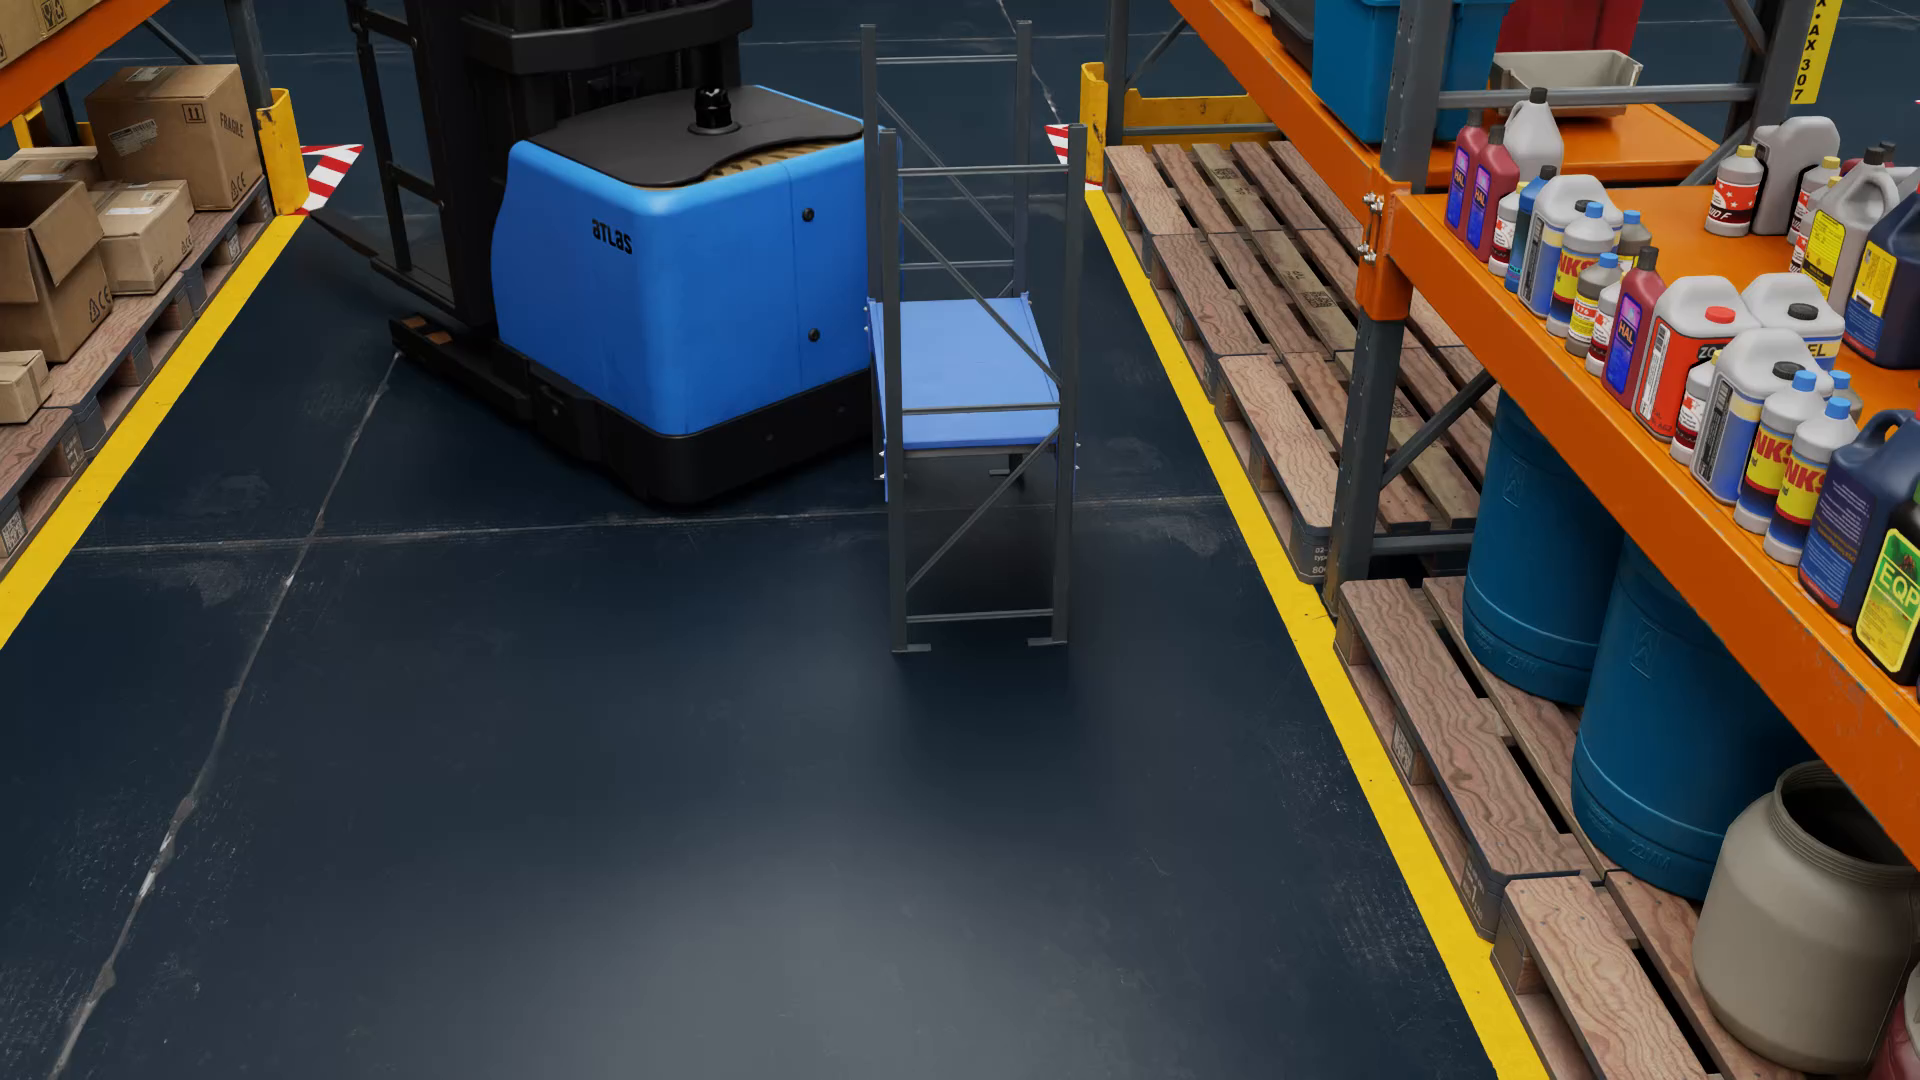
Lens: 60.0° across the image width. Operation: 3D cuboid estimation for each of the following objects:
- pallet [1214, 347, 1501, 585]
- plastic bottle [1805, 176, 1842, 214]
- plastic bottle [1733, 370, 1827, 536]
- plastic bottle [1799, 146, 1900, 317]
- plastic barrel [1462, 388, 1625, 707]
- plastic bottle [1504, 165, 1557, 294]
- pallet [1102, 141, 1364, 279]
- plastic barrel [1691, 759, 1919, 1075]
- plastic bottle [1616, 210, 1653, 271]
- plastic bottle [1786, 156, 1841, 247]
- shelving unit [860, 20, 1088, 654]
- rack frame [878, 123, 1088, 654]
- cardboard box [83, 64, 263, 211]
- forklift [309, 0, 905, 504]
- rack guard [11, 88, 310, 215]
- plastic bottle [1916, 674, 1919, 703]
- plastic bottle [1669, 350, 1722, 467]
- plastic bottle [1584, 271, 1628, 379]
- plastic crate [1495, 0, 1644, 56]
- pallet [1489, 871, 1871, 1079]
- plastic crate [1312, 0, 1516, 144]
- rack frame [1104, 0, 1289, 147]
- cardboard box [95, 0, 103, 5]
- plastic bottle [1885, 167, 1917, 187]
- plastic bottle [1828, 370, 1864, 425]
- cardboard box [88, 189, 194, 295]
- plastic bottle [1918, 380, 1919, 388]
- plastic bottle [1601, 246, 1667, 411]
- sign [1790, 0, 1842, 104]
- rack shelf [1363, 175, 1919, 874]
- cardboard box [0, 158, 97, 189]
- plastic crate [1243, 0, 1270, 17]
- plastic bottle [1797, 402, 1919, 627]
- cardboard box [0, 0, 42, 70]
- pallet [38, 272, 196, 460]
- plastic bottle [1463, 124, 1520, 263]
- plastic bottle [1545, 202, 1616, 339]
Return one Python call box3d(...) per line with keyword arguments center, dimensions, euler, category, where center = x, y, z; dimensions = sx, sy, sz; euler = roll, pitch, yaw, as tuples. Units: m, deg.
box3d(center=(1.473, -0.283, 5.518), dimensions=(1.003, 0.211, 1.213), euler=(-3, 31, -5), category="pallet")
box3d(center=(1.929, -0.707, 3.702), dimensions=(0.097, 0.201, 0.097), euler=(0, 31, 0), category="plastic bottle")
box3d(center=(1.336, -0.145, 2.693), dimensions=(0.097, 0.271, 0.097), euler=(0, 31, 0), category="plastic bottle")
box3d(center=(1.848, -0.625, 3.419), dimensions=(0.144, 0.351, 0.185), euler=(-3, 31, -5), category="plastic bottle")
box3d(center=(1.614, -0.108, 4.142), dimensions=(0.600, 0.901, 0.708), euler=(-3, 31, -5), category="plastic barrel")
box3d(center=(1.240, -0.668, 3.569), dimensions=(0.097, 0.271, 0.097), euler=(0, 31, 0), category="plastic bottle")
box3d(center=(1.245, -1.529, 7.604), dimensions=(1.003, 0.211, 1.213), euler=(-3, 31, -5), category="pallet")
box3d(center=(1.644, 0.714, 3.146), dimensions=(0.421, 0.512, 0.421), euler=(0, 31, 0), category="plastic barrel")
box3d(center=(1.401, -0.595, 3.516), dimensions=(0.097, 0.201, 0.097), euler=(0, 31, 0), category="plastic bottle")
box3d(center=(1.977, -0.778, 3.821), dimensions=(0.097, 0.201, 0.097), euler=(0, 31, 0), category="plastic bottle")
box3d(center=(0.008, -0.600, 4.792), dimensions=(0.538, 1.500, 1.048), euler=(-3, 31, -5), category="shelving unit")
box3d(center=(0.055, -0.341, 4.358), dimensions=(0.500, 1.500, 0.032), euler=(-3, 31, -5), category="rack frame")
box3d(center=(-3.430, -1.763, 7.286), dimensions=(0.500, 0.500, 0.500), euler=(-3, 31, -5), category="cardboard box")
box3d(center=(-1.542, -2.038, 5.804), dimensions=(1.130, 2.935, 3.031), euler=(-26, 39, -36), category="forklift")
box3d(center=(-3.719, -1.802, 7.779), dimensions=(1.175, 0.500, 0.348), euler=(-3, 31, -5), category="rack guard")
box3d(center=(1.411, 0.104, 2.199), dimensions=(0.144, 0.351, 0.185), euler=(-3, 31, -5), category="plastic bottle")
box3d(center=(1.314, -0.234, 2.910), dimensions=(0.097, 0.201, 0.097), euler=(0, 31, 0), category="plastic bottle")
box3d(center=(1.280, -0.420, 3.222), dimensions=(0.097, 0.201, 0.097), euler=(0, 31, 0), category="plastic bottle")
box3d(center=(1.746, -1.628, 4.929), dimensions=(0.402, 0.464, 0.583), euler=(-3, 31, -5), category="plastic crate")
box3d(center=(1.728, 1.111, 3.185), dimensions=(1.003, 0.211, 1.213), euler=(-3, 31, -5), category="pallet")
box3d(center=(1.197, -1.348, 4.538), dimensions=(0.392, 0.384, 0.575), euler=(-3, 31, -5), category="plastic crate")
box3d(center=(1.206, -3.149, 7.597), dimensions=(1.000, 3.000, 0.127), euler=(-3, 31, -5), category="rack frame")
box3d(center=(-3.320, -2.221, 5.946), dimensions=(0.500, 0.500, 0.500), euler=(-3, 31, -4), category="cardboard box")
box3d(center=(1.973, -0.681, 3.586), dimensions=(0.152, 0.276, 0.135), euler=(-3, 31, -5), category="plastic bottle")
box3d(center=(1.475, -0.191, 2.839), dimensions=(0.097, 0.201, 0.097), euler=(0, 31, 0), category="plastic bottle")
box3d(center=(-3.371, -1.170, 6.535), dimensions=(0.500, 0.250, 0.500), euler=(-3, 31, -5), category="cardboard box")
box3d(center=(1.898, -0.406, 3.130), dimensions=(0.097, 0.271, 0.097), euler=(0, 31, 0), category="plastic bottle")
box3d(center=(1.273, -0.395, 3.101), dimensions=(0.061, 0.283, 0.133), euler=(-3, 31, -5), category="plastic bottle")
box3d(center=(2.128, -1.251, 4.149), dimensions=(0.100, 0.325, 0.005), euler=(-3, 31, -5), category="sign")
box3d(center=(1.767, 0.223, 2.653), dimensions=(1.077, 0.370, 4.000), euler=(-3, 31, -5), category="rack shelf")
box3d(center=(-3.911, -1.375, 6.880), dimensions=(0.500, 0.250, 0.500), euler=(-3, 31, -5), category="cardboard box")
box3d(center=(1.118, -1.894, 5.694), dimensions=(0.293, 0.136, 0.466), euler=(-3, 31, -5), category="plastic crate")
box3d(center=(1.381, -0.059, 2.471), dimensions=(0.144, 0.351, 0.185), euler=(-3, 31, -5), category="plastic bottle")
box3d(center=(-3.224, -1.704, 5.081), dimensions=(0.500, 0.500, 0.500), euler=(-3, 31, -5), category="cardboard box")
box3d(center=(-3.532, -0.649, 6.131), dimensions=(1.003, 0.211, 1.213), euler=(-3, 31, -5), category="pallet")
box3d(center=(1.202, -0.781, 3.746), dimensions=(0.061, 0.283, 0.133), euler=(-3, 31, -5), category="plastic bottle")
box3d(center=(1.262, -0.550, 3.370), dimensions=(0.097, 0.271, 0.097), euler=(0, 31, 0), category="plastic bottle")
